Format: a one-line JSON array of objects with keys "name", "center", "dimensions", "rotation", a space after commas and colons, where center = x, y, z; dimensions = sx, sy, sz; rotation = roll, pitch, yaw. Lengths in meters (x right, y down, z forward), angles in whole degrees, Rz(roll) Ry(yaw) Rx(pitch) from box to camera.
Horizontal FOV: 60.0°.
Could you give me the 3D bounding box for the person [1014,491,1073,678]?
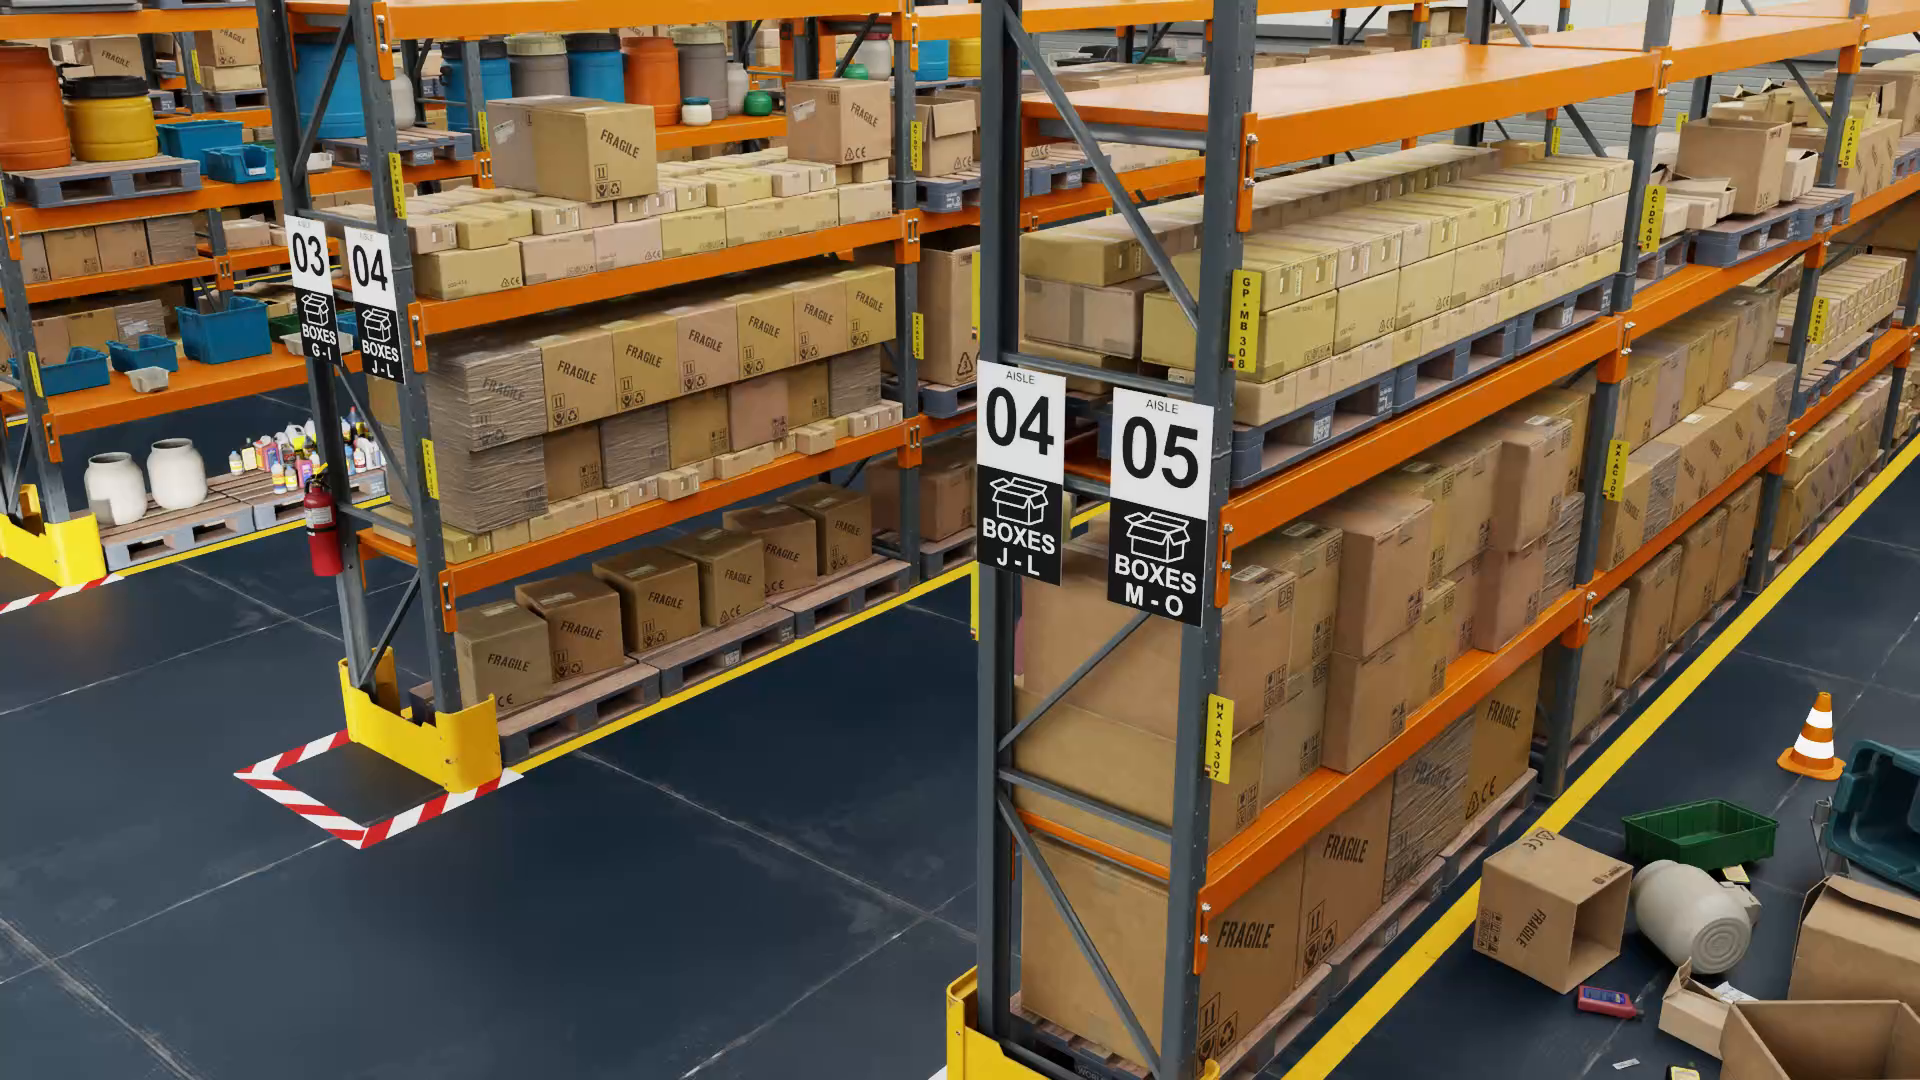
[{"name": "person", "center": [0.555, 0.142, 10.731], "dimensions": [0.382, 1.684, 0.439], "rotation": [17, 26, 38]}]
